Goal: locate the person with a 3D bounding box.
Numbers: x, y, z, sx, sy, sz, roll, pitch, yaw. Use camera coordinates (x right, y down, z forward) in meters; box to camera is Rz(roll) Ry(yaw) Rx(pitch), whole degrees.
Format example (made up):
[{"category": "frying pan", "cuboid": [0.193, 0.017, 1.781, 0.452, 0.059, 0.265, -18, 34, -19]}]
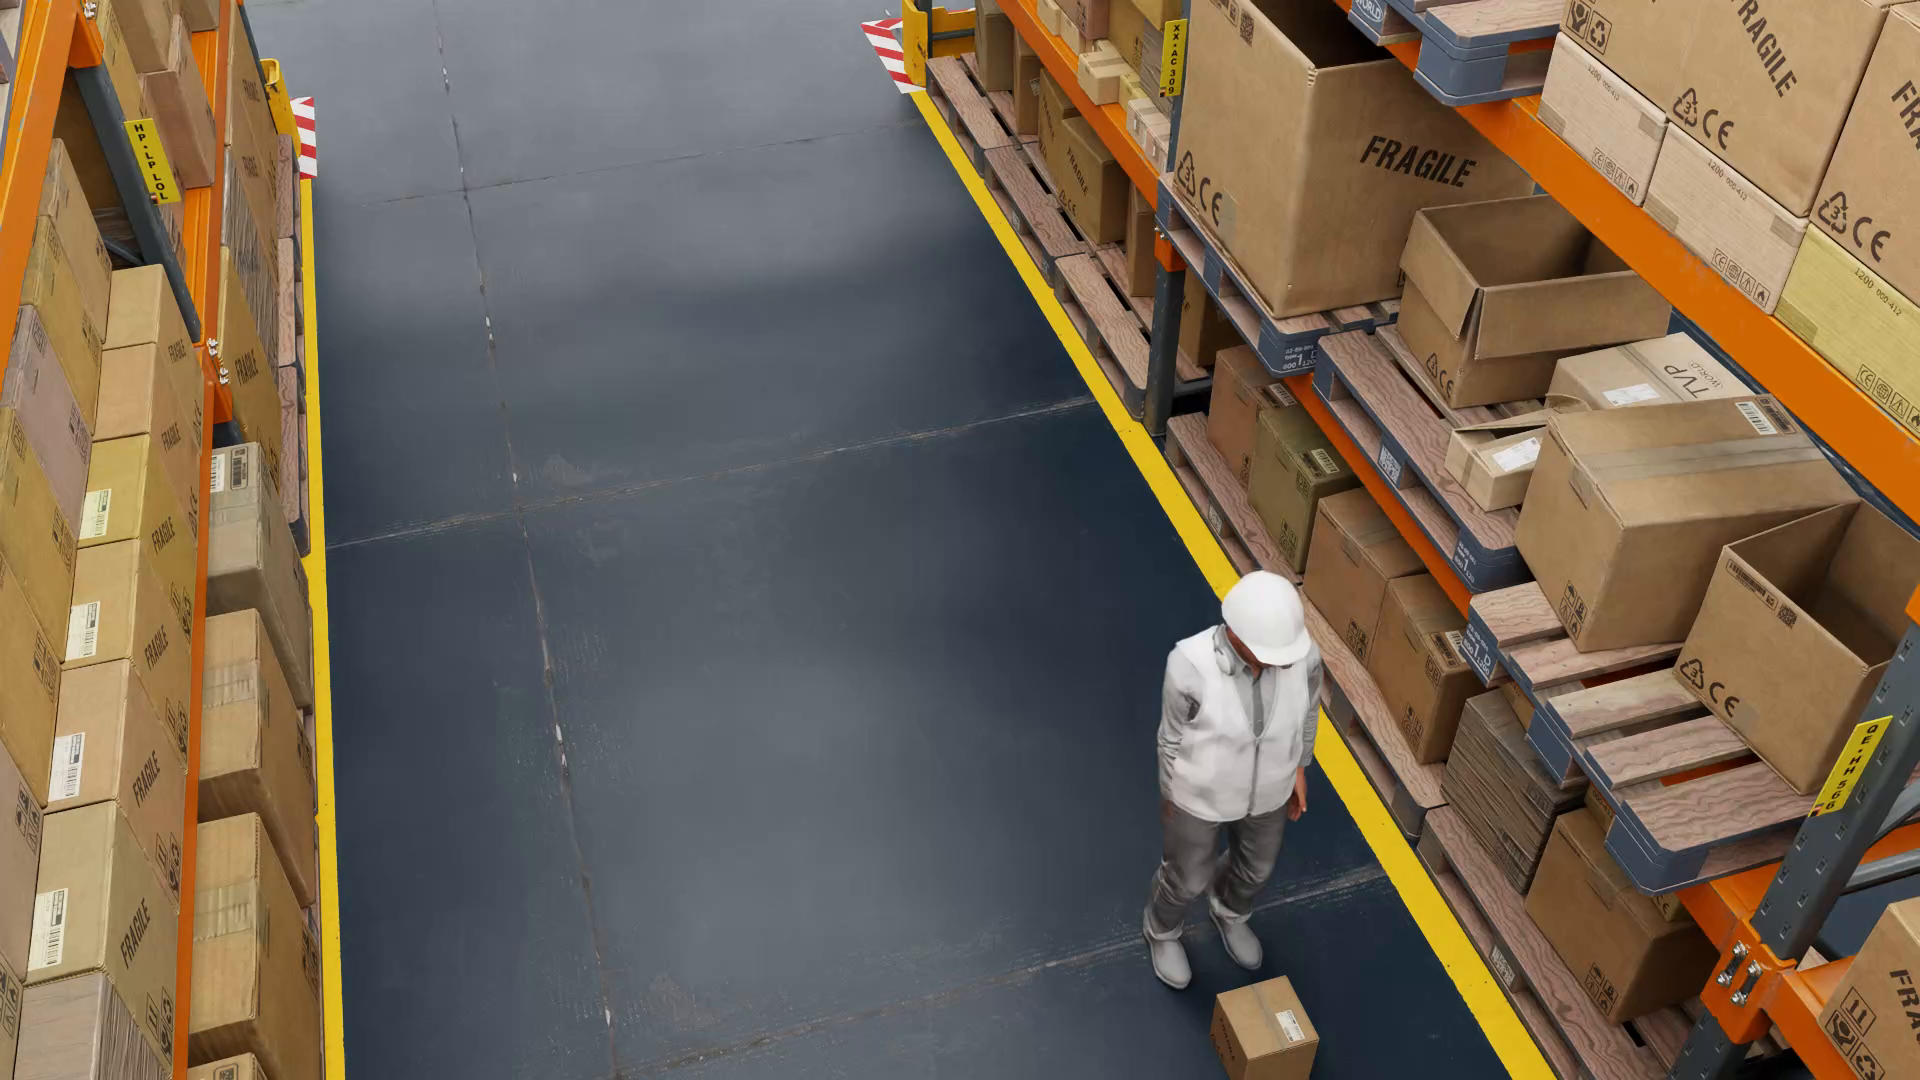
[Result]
[{"category": "person", "cuboid": [0.875, 0.771, 5.302, 0.540, 1.759, 0.389, -11, 43, -12]}]
